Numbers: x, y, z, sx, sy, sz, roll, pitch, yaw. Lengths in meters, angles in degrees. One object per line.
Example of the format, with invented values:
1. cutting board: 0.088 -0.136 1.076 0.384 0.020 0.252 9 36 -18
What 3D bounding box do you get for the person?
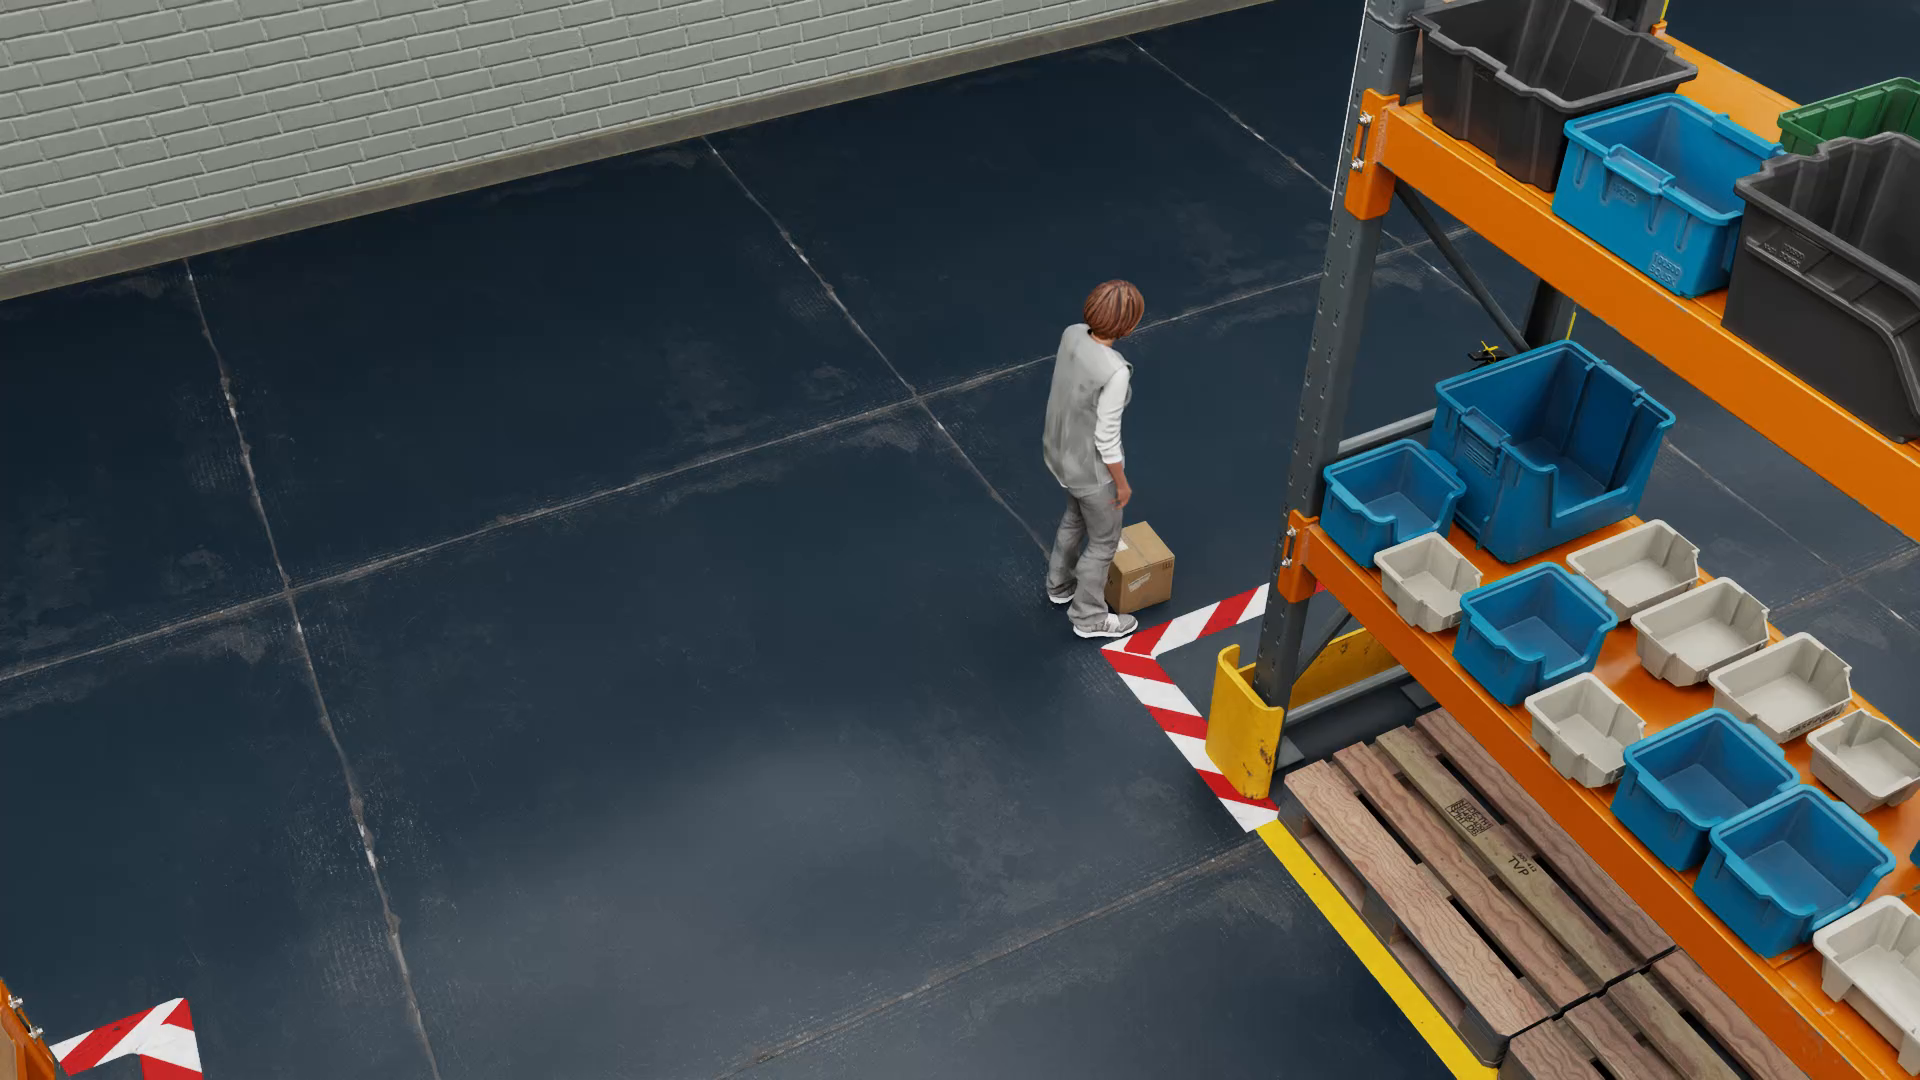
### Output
1. person: 0.525 -0.309 6.512 0.314 1.593 0.453 -16 44 -17
